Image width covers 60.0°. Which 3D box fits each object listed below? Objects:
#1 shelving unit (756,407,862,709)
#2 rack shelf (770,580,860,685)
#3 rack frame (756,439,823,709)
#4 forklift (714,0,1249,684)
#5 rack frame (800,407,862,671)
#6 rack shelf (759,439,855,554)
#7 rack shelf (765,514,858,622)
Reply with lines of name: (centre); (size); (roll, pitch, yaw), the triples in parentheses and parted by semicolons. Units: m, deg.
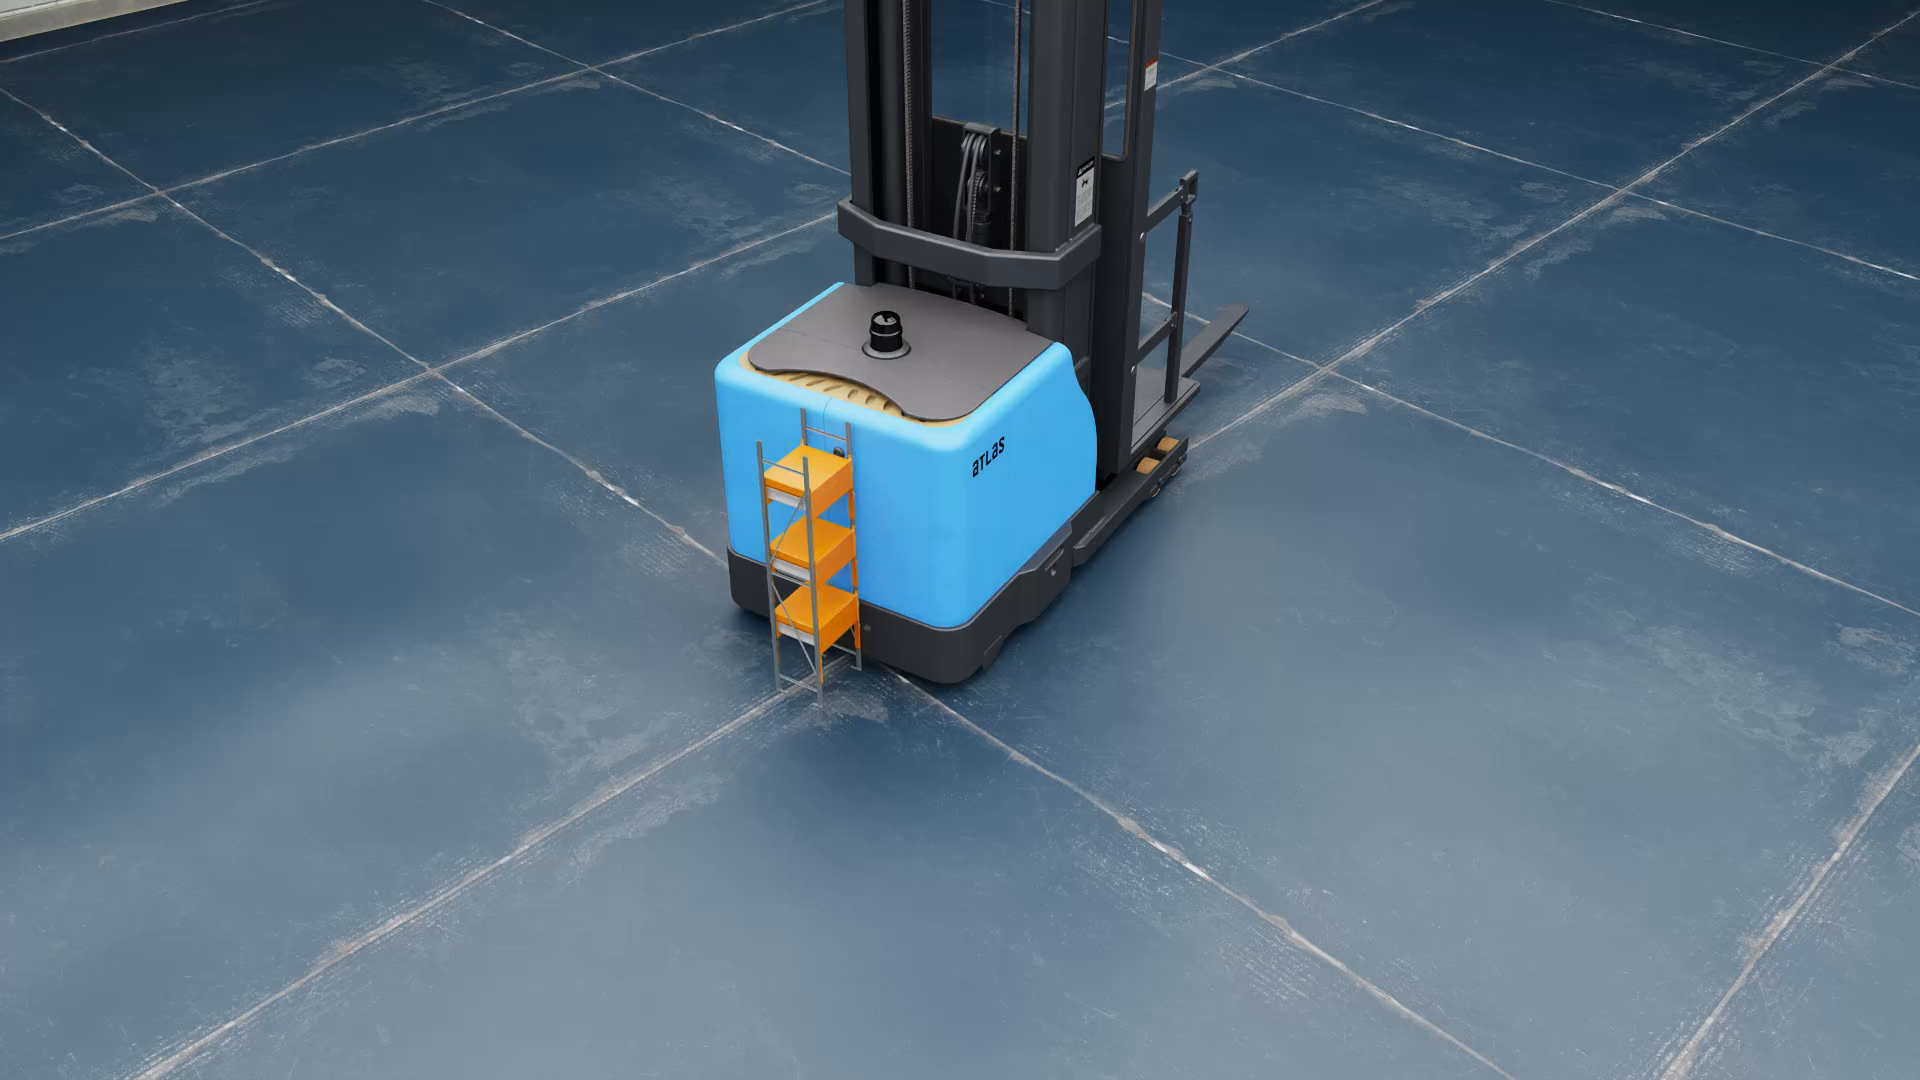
shelving unit: (-0.509, 0.077, 5.722); (0.215, 1.050, 0.252); (19, 39, 25)
rack shelf: (-0.509, 0.313, 5.887); (0.215, 0.259, 0.240); (19, 39, 25)
rack frame: (-0.572, 0.136, 5.637); (0.200, 1.050, 0.008); (19, 39, 25)
forklift: (0.322, -1.507, 6.349); (1.130, 2.935, 3.031); (19, 39, 25)
rack frame: (-0.446, 0.017, 5.808); (0.200, 1.050, 0.008); (19, 39, 25)
rack shelf: (-0.509, -0.147, 5.566); (0.215, 0.259, 0.240); (19, 39, 25)
rack shelf: (-0.509, 0.085, 5.728); (0.215, 0.259, 0.240); (19, 39, 25)
